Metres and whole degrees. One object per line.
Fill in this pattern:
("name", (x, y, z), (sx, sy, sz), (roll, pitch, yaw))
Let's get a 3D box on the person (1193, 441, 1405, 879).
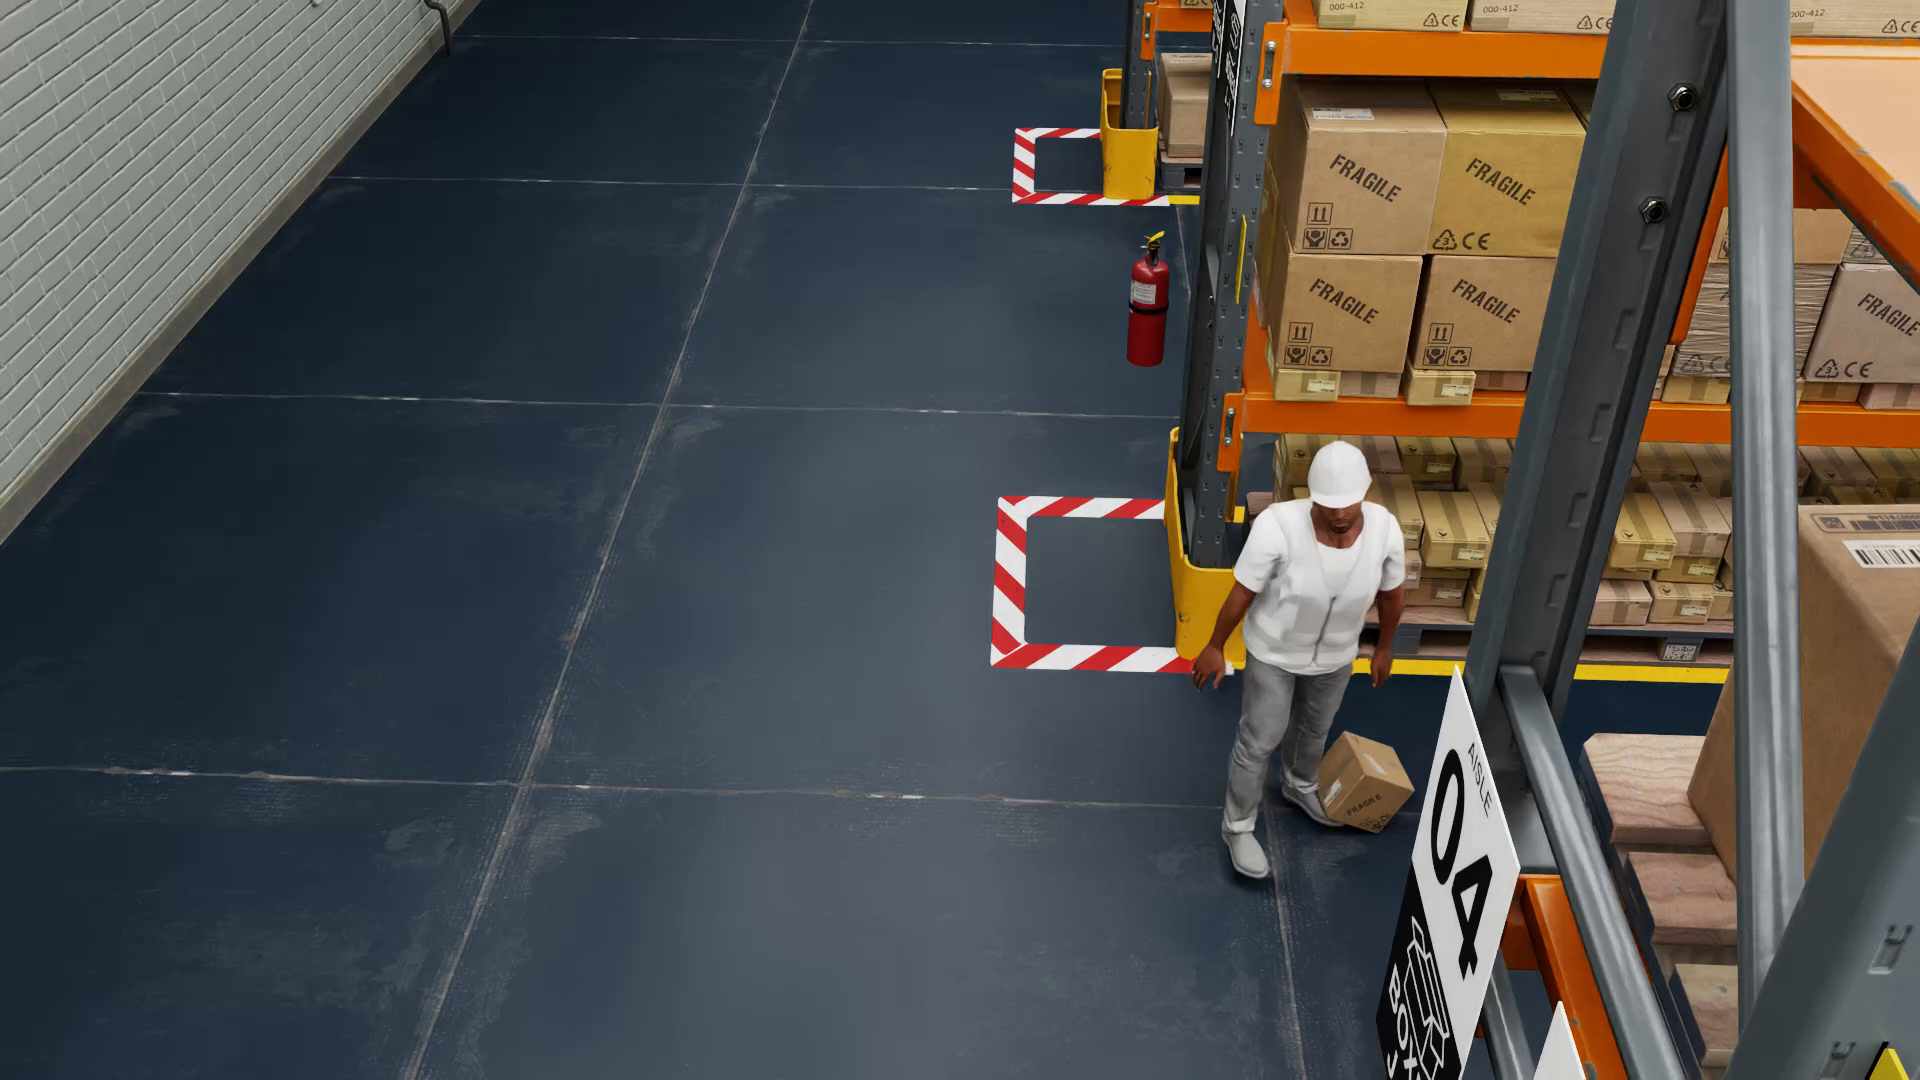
("person", (1.223, 0.430, 5.973), (0.743, 1.765, 0.527), (-5, 36, -7))
